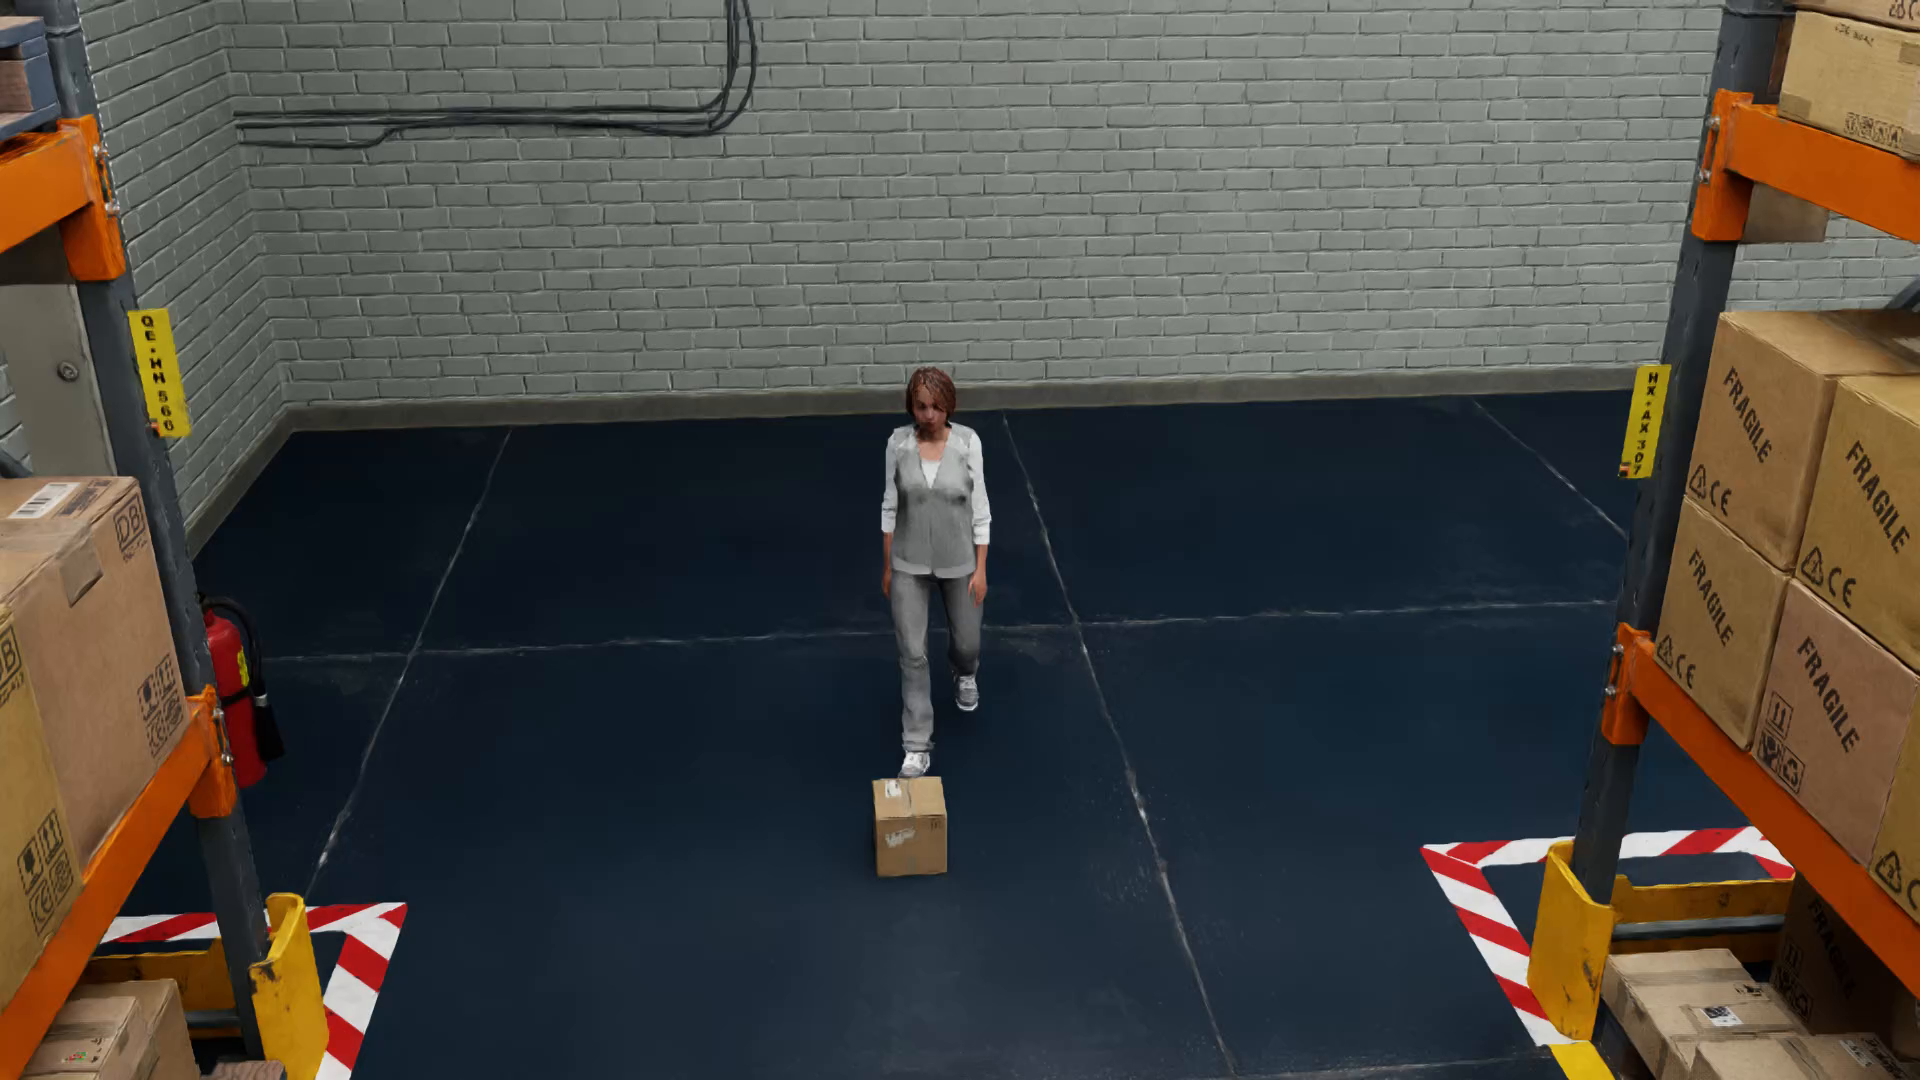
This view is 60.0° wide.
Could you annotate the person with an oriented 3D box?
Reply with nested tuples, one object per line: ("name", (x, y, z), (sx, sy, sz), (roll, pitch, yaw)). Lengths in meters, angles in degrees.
("person", (-0.093, 0.101, 6.377), (0.425, 1.570, 0.772), (0, 24, 1))
